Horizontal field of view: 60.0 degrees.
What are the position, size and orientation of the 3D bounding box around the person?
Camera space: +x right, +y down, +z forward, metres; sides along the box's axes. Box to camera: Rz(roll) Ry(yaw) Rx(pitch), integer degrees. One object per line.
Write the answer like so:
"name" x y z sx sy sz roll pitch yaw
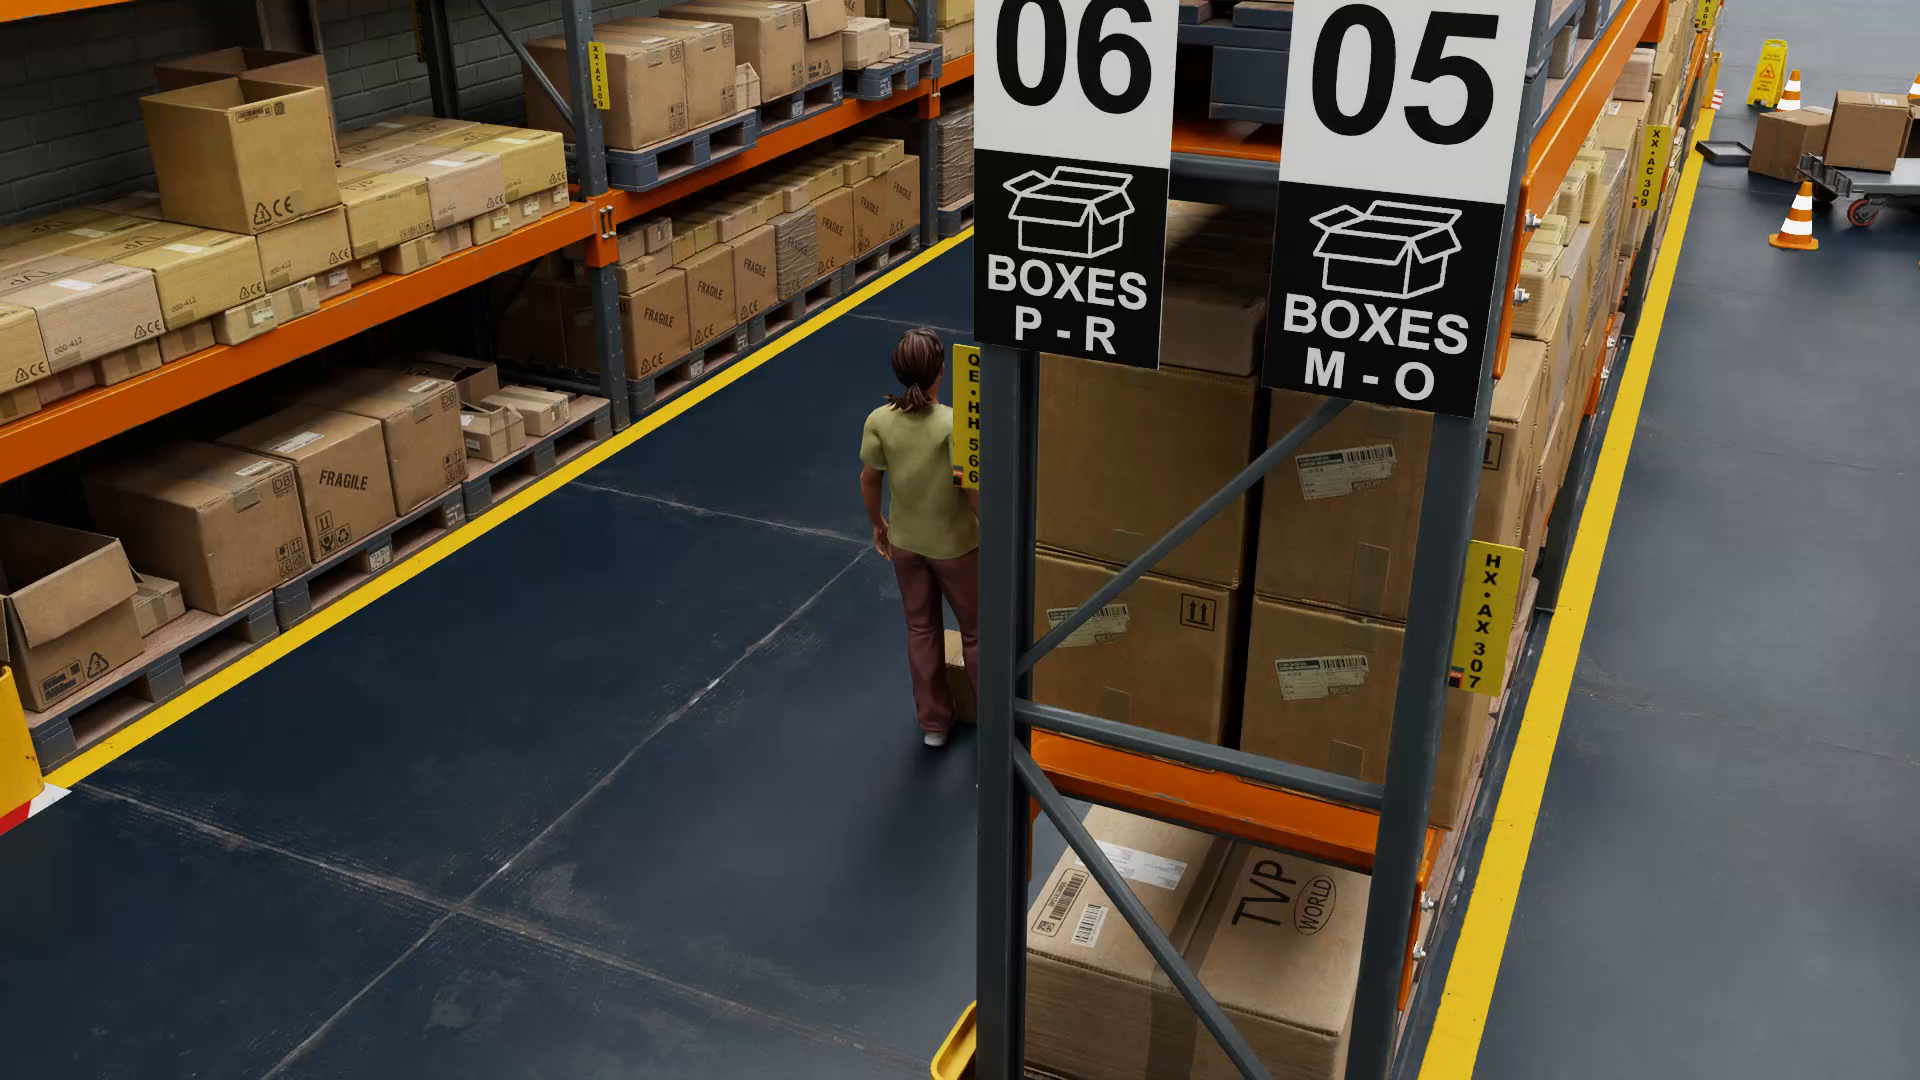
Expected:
"person" -0.049 -0.009 6.126 0.554 1.666 0.529 11 28 22
